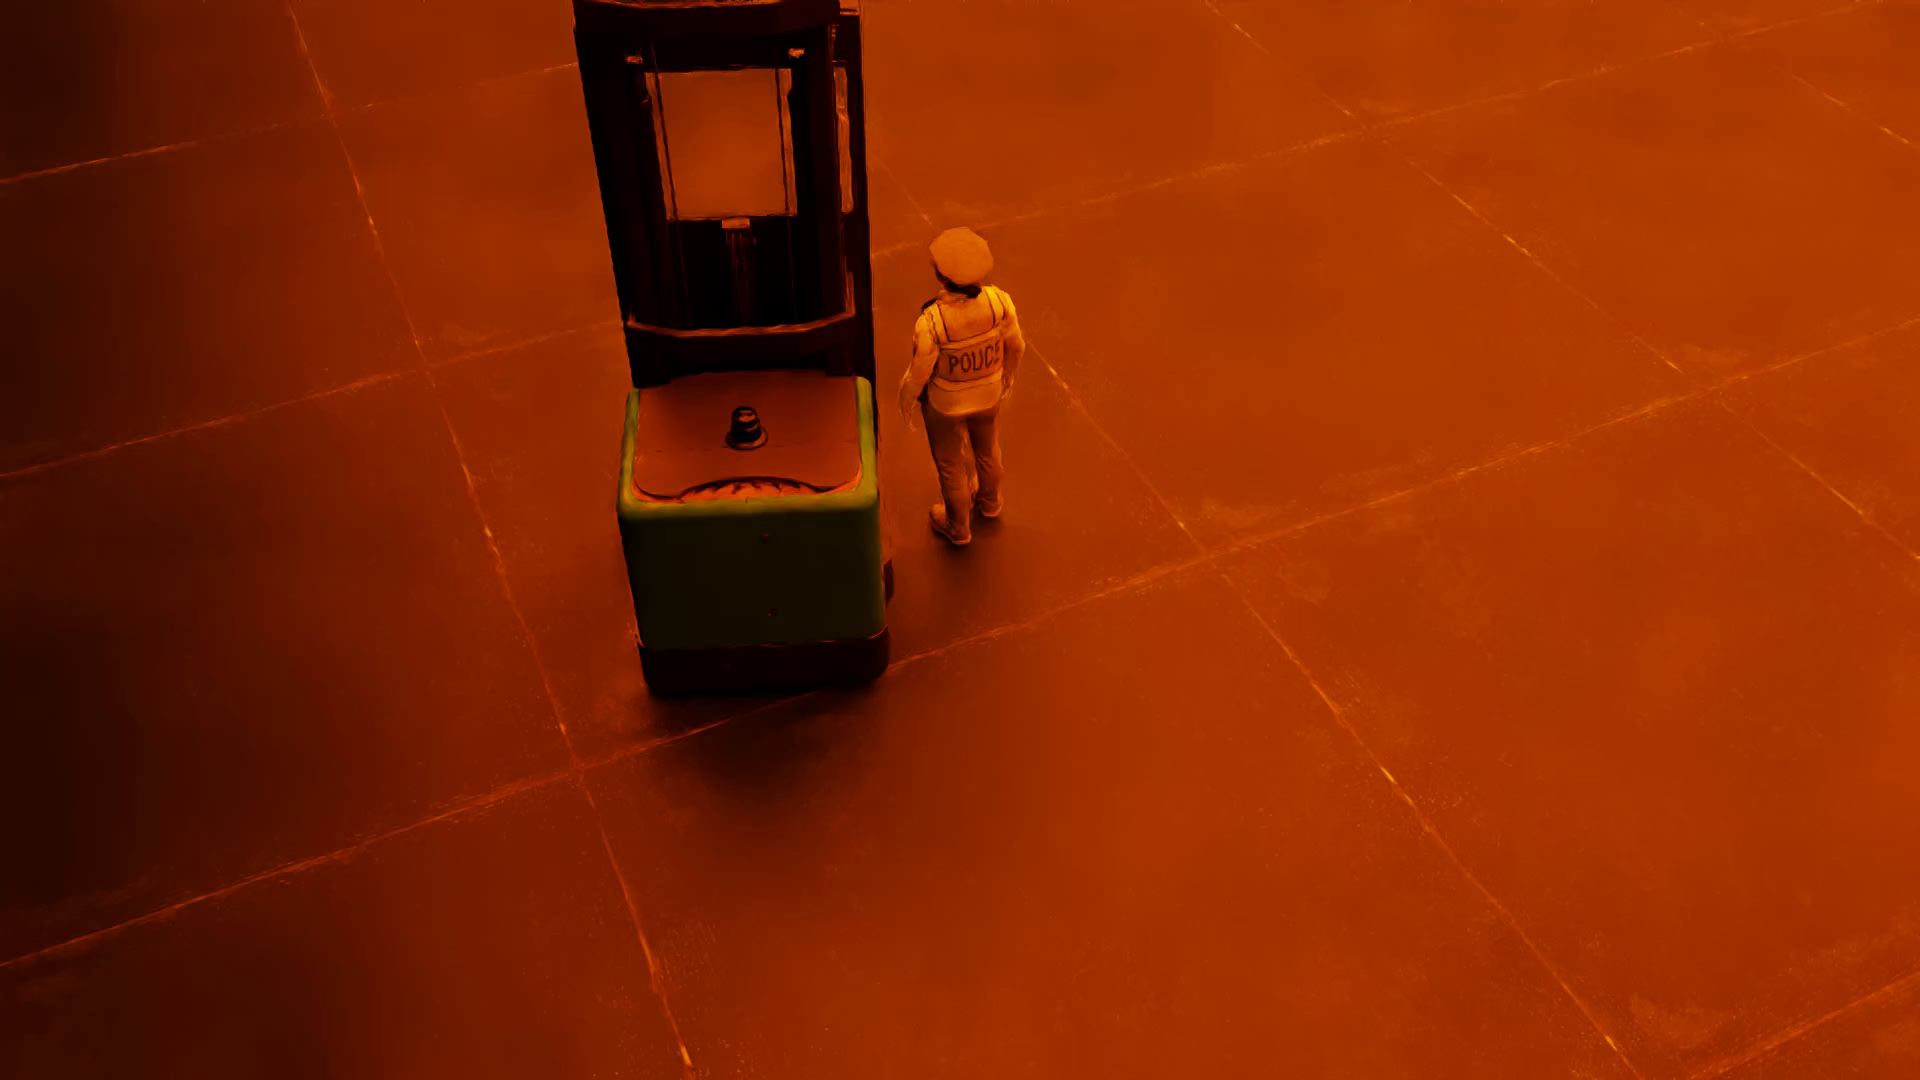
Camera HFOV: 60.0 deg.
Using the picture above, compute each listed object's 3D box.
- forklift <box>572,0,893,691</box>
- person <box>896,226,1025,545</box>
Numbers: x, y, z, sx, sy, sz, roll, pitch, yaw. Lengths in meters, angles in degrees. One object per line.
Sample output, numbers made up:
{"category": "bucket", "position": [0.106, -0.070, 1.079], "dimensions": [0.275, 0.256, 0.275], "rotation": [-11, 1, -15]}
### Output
{"category": "forklift", "position": [-0.947, -1.434, 7.217], "dimensions": [1.130, 2.935, 3.031], "rotation": [-3, 43, -4]}
{"category": "person", "position": [-0.023, -0.676, 7.287], "dimensions": [0.586, 1.693, 0.529], "rotation": [-18, 46, -18]}
